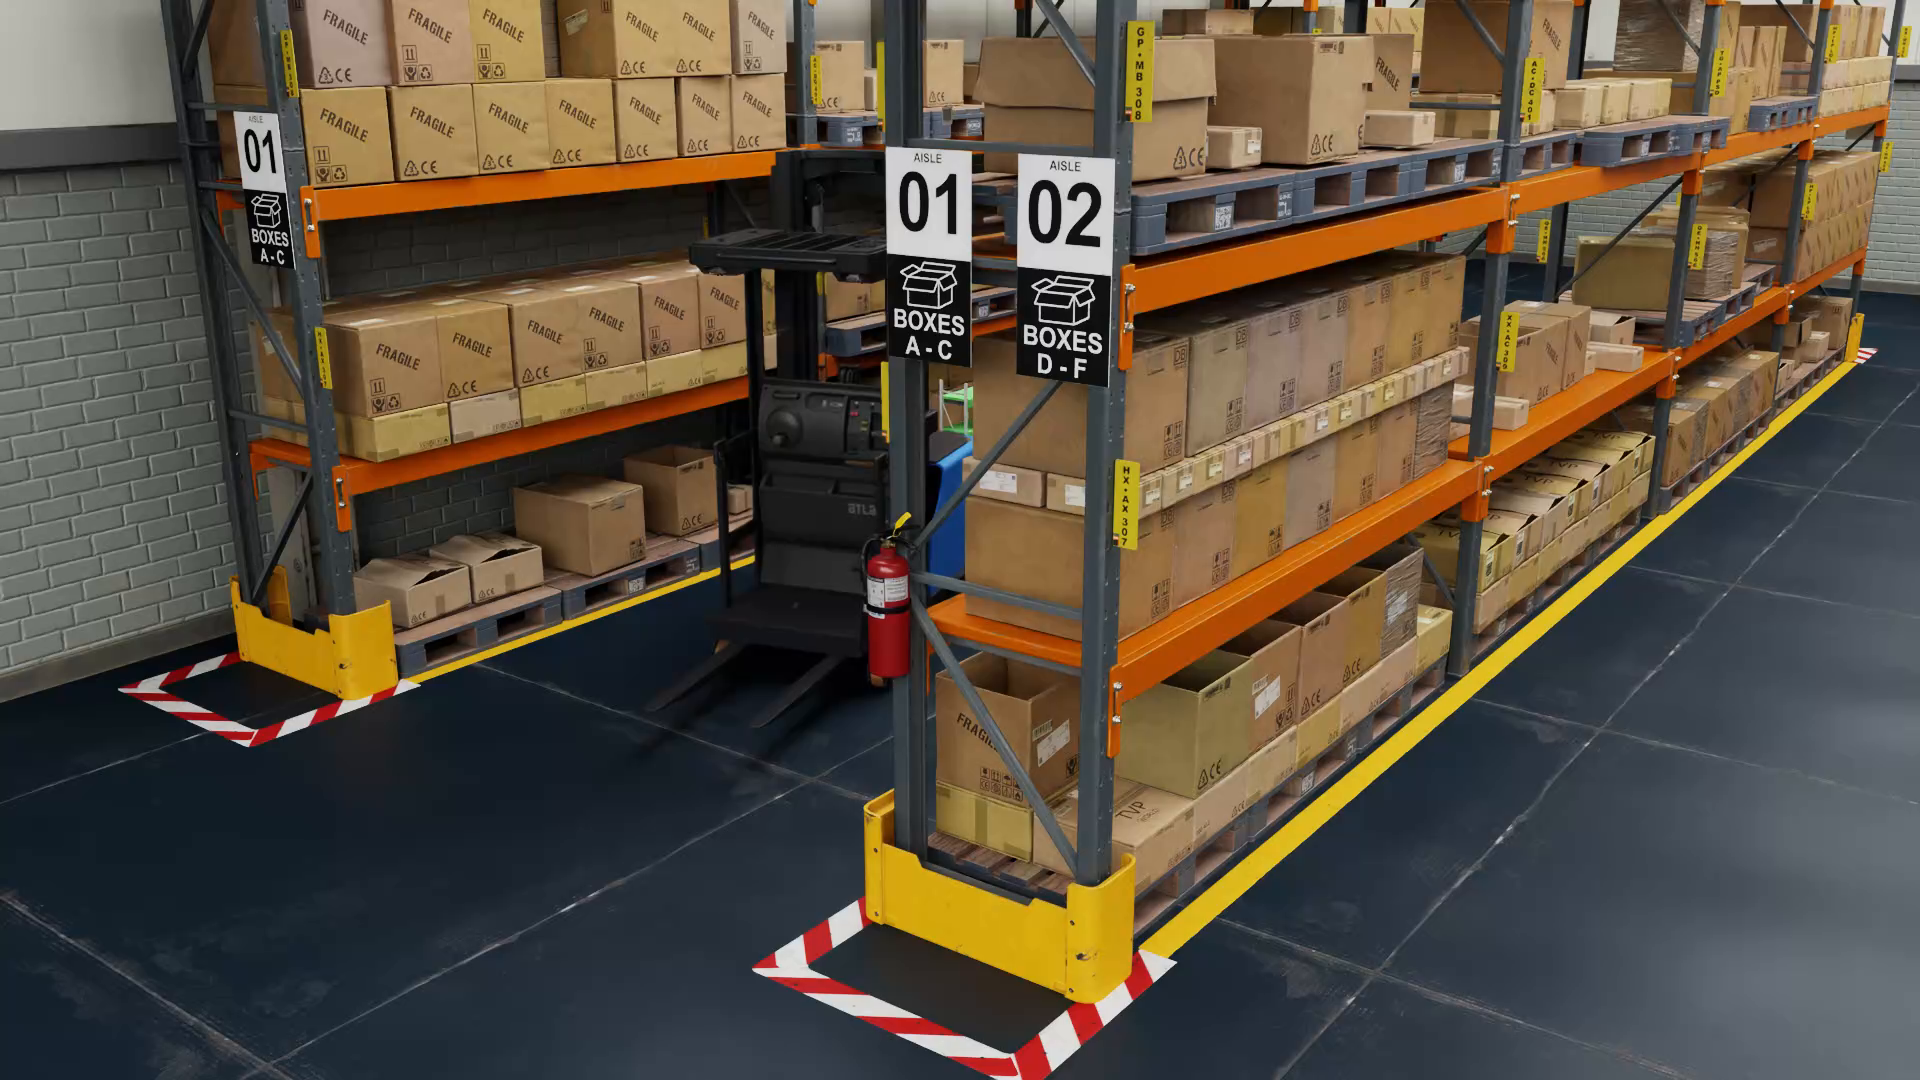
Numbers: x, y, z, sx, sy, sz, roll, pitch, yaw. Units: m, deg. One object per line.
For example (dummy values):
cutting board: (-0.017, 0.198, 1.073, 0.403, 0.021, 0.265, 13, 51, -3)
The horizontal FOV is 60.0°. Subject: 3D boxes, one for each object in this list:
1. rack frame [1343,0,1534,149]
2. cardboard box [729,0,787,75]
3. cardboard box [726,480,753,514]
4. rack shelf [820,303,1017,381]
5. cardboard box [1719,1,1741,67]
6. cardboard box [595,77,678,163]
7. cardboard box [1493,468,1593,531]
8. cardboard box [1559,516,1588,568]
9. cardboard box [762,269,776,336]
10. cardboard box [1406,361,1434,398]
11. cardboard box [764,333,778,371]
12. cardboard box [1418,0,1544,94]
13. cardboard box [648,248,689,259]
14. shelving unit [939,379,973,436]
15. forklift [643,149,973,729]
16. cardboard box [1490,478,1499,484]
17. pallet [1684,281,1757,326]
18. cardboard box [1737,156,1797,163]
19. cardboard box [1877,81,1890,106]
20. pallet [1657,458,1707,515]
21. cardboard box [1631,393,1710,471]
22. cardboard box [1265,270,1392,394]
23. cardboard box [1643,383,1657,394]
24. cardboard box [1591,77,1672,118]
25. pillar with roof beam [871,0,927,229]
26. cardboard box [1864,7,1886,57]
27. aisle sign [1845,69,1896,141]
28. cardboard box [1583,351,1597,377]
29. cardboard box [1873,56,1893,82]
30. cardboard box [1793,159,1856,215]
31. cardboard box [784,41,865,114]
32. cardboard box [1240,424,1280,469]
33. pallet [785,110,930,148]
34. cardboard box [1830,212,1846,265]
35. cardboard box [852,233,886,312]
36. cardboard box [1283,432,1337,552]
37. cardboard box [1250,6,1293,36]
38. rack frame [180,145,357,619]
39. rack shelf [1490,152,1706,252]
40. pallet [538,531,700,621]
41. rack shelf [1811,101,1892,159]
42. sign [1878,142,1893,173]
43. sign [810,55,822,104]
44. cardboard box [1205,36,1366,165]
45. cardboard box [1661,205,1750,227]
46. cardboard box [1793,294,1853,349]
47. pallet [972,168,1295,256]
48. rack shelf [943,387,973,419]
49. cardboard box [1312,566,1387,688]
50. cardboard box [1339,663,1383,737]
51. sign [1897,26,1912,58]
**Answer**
rack frame: (2.541, -3.593, 8.640, 1.000, 3.000, 0.127, 12, 21, 35)
cardboard box: (-1.520, -3.402, 11.196, 0.500, 0.500, 0.500, 10, 20, 30)
cardboard box: (-1.734, -0.327, 12.273, 0.380, 0.166, 0.250, 9, 20, 28)
rack shelf: (-0.248, -1.735, 13.986, 1.077, 0.370, 4.000, 12, 21, 35)
cardboard box: (5.797, -3.984, 13.103, 0.500, 0.500, 0.500, 12, 21, 35)
cardboard box: (-2.153, -2.671, 10.528, 0.500, 0.500, 0.500, 11, 21, 33)
cardboard box: (3.903, -0.304, 11.147, 0.500, 0.311, 0.500, 13, 22, 36)
cardboard box: (3.896, -0.034, 11.223, 0.500, 0.250, 0.500, 13, 21, 36)
cardboard box: (-1.473, -1.731, 11.715, 0.500, 0.500, 0.500, 12, 21, 35)
cardboard box: (2.248, -0.861, 8.698, 0.380, 0.149, 0.250, 12, 21, 33)
cardboard box: (-1.478, -1.374, 11.829, 0.500, 0.250, 0.500, 12, 21, 35)
cardboard box: (2.940, -2.787, 9.384, 0.500, 0.500, 0.500, 13, 21, 35)
cardboard box: (-1.887, -1.823, 12.012, 0.500, 0.500, 0.500, 12, 21, 33)
shelving unit: (0.099, -0.612, 12.193, 0.258, 1.200, 0.503, 12, 21, 35)
forklift: (-0.816, -0.690, 9.523, 1.130, 2.935, 3.031, 6, 18, 19)
cardboard box: (3.459, -0.393, 11.433, 0.500, 0.311, 0.500, 12, 21, 34)
pallet: (6.080, -2.053, 14.120, 1.003, 0.211, 1.213, 12, 21, 35)
cardboard box: (8.306, -3.687, 17.204, 0.500, 0.500, 0.500, 12, 21, 34)
cardboard box: (9.597, -4.778, 17.767, 0.500, 0.250, 0.500, 12, 21, 35)
pallet: (5.400, -0.520, 13.562, 1.003, 0.211, 1.213, 12, 21, 35)
cardboard box: (5.733, -0.881, 13.494, 0.500, 0.500, 0.500, 12, 21, 33)
cardboard box: (1.683, -1.049, 8.207, 0.700, 0.500, 0.500, 12, 21, 35)
cardboard box: (5.602, -1.084, 14.151, 0.500, 0.500, 0.500, 12, 21, 33)
cardboard box: (4.699, -3.124, 11.733, 0.500, 0.250, 0.500, 11, 20, 31)
pillar with roof beam: (2.932, -4.503, 11.569, 9.100, 9.000, 0.400, 12, 21, 35)
cardboard box: (9.398, -5.419, 17.722, 0.700, 0.500, 0.500, 12, 21, 35)
aisle sign: (9.978, -4.790, 18.226, 0.394, 0.787, 0.004, 12, 21, 35)
cardboard box: (4.210, -1.247, 11.625, 0.380, 0.149, 0.250, 14, 22, 39)
cardboard box: (9.590, -5.018, 17.698, 0.500, 0.250, 0.500, 12, 21, 35)
cardboard box: (8.735, -3.590, 16.890, 0.500, 0.500, 0.500, 13, 22, 36)
cardboard box: (-1.049, -3.399, 12.198, 0.500, 0.500, 0.500, 16, 24, 42)
cardboard box: (1.179, -0.434, 7.322, 0.380, 0.149, 0.250, 12, 21, 33)
pallet: (-0.986, -3.073, 12.342, 1.213, 0.211, 1.003, 12, 21, 35)
cardboard box: (8.735, -3.117, 17.054, 0.500, 0.500, 0.500, 12, 21, 34)
cardboard box: (-0.770, -2.107, 13.061, 0.700, 0.500, 0.500, 15, 23, 40)
cardboard box: (1.367, -0.301, 7.987, 0.700, 0.500, 0.500, 13, 22, 36)
cardboard box: (3.556, -5.683, 18.539, 0.500, 0.500, 0.500, 12, 21, 34)
rack frame: (-3.823, -0.650, 9.278, 1.000, 3.000, 0.127, 12, 21, 35)
rack shelf: (3.733, -2.293, 10.726, 1.077, 0.370, 4.000, 12, 21, 35)
pallet: (-2.538, 0.187, 11.284, 1.003, 0.211, 1.213, 12, 21, 35)
rack shelf: (8.500, -4.199, 16.861, 1.077, 0.370, 4.000, 12, 21, 35)
sign: (10.125, -4.187, 18.184, 0.100, 0.325, 0.005, 12, 21, 35)
sign: (-0.999, -3.188, 11.521, 0.100, 0.325, 0.005, 12, 21, 35)
cardboard box: (1.367, -1.870, 7.037, 0.500, 0.500, 0.500, 12, 21, 35)
cardboard box: (6.846, -2.808, 15.352, 0.700, 0.500, 0.500, 5, 18, 16)
cardboard box: (9.565, -2.429, 18.482, 0.500, 0.500, 0.500, 12, 21, 35)
pallet: (0.600, -1.329, 6.558, 1.003, 0.211, 1.213, 12, 21, 35)
rack shelf: (0.099, -1.010, 12.069, 0.258, 0.148, 0.480, 12, 21, 35)
cardboard box: (1.838, 0.412, 8.522, 0.500, 0.500, 0.500, 12, 21, 35)
cardboard box: (1.849, 0.773, 8.626, 0.500, 0.250, 0.500, 12, 21, 35)
sign: (10.125, -5.339, 17.826, 0.100, 0.325, 0.005, 12, 21, 35)
